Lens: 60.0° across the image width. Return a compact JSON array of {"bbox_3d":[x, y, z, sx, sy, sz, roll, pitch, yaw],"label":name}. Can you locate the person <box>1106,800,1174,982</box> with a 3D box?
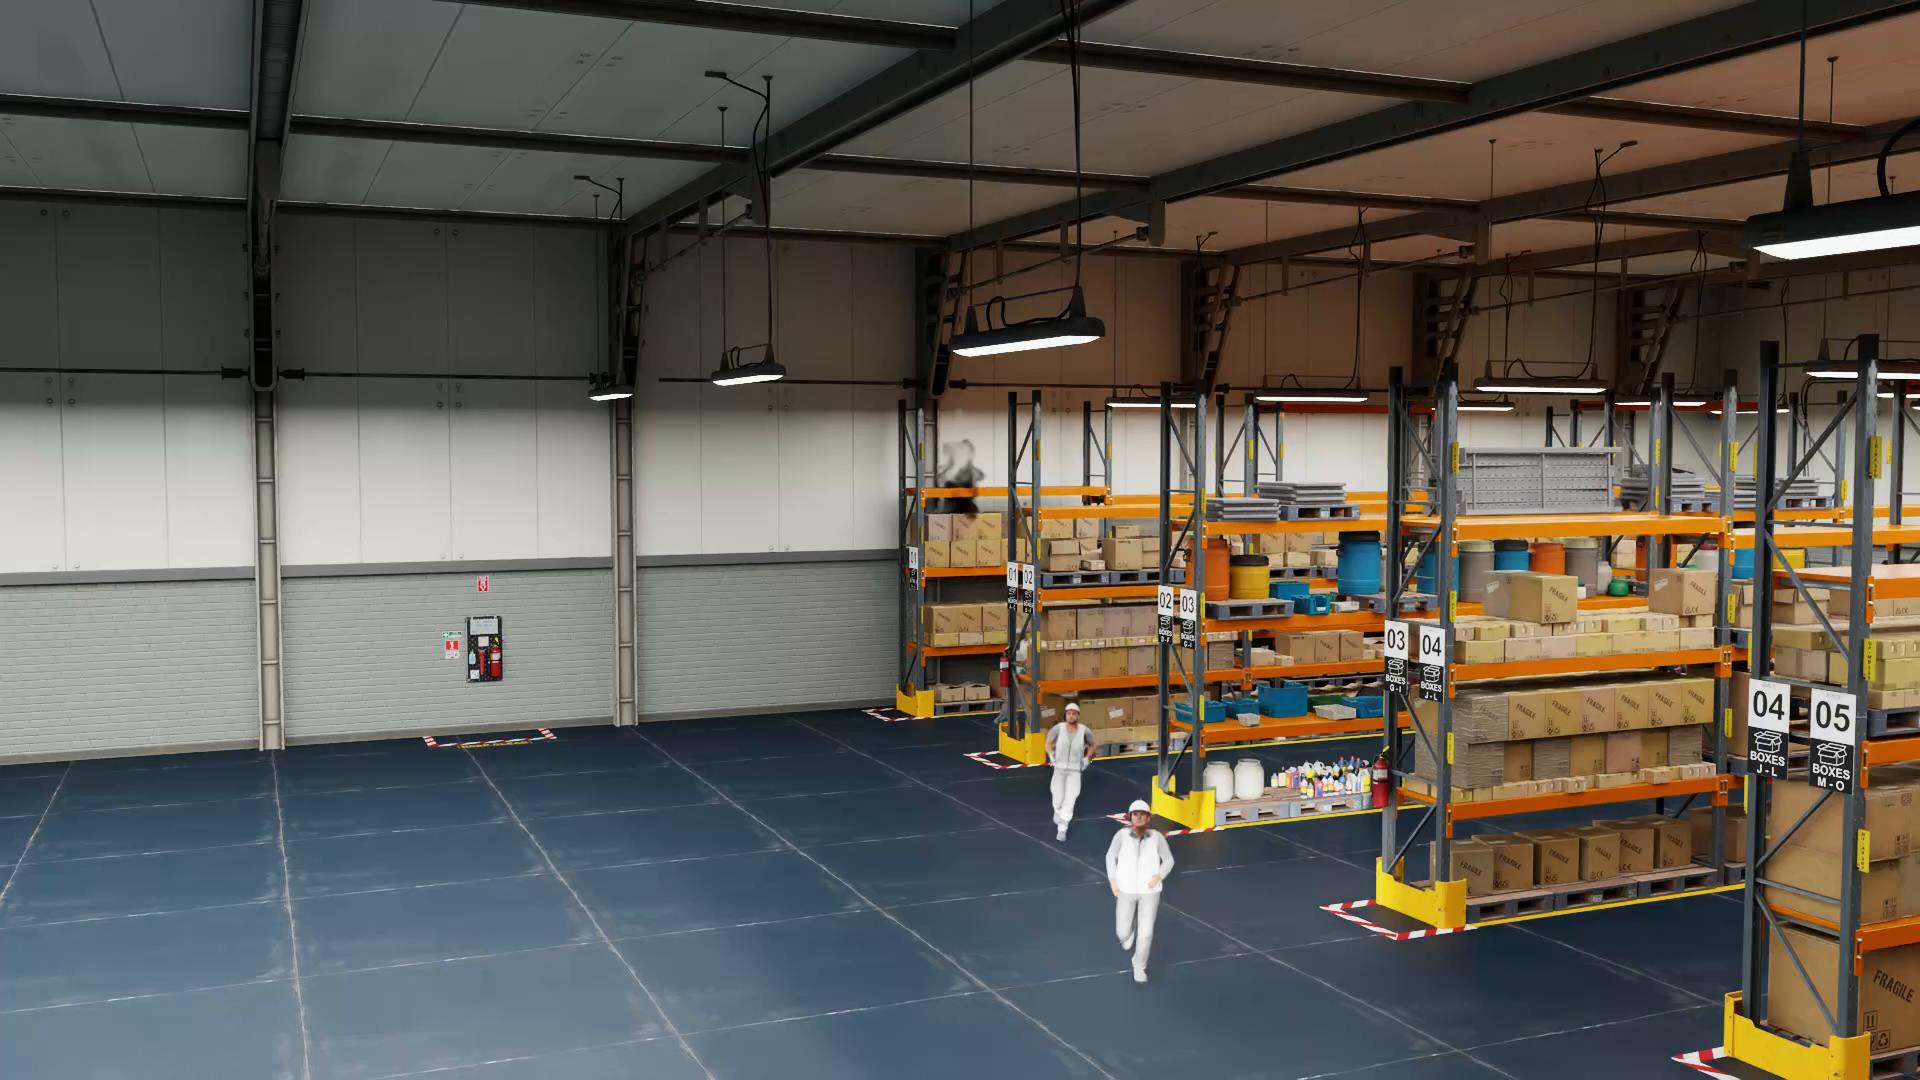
[{"bbox_3d":[1.742,3.366,16.121,0.662,1.708,0.627,1,3,12],"label":"person"}]

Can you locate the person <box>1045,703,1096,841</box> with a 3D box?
[{"bbox_3d":[1.451,3.013,21.861,0.673,1.766,0.796,0,3,7],"label":"person"}]

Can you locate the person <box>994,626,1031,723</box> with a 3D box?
[{"bbox_3d":[1.064,2.339,29.025,0.814,1.715,0.600,-2,4,-31],"label":"person"}]
